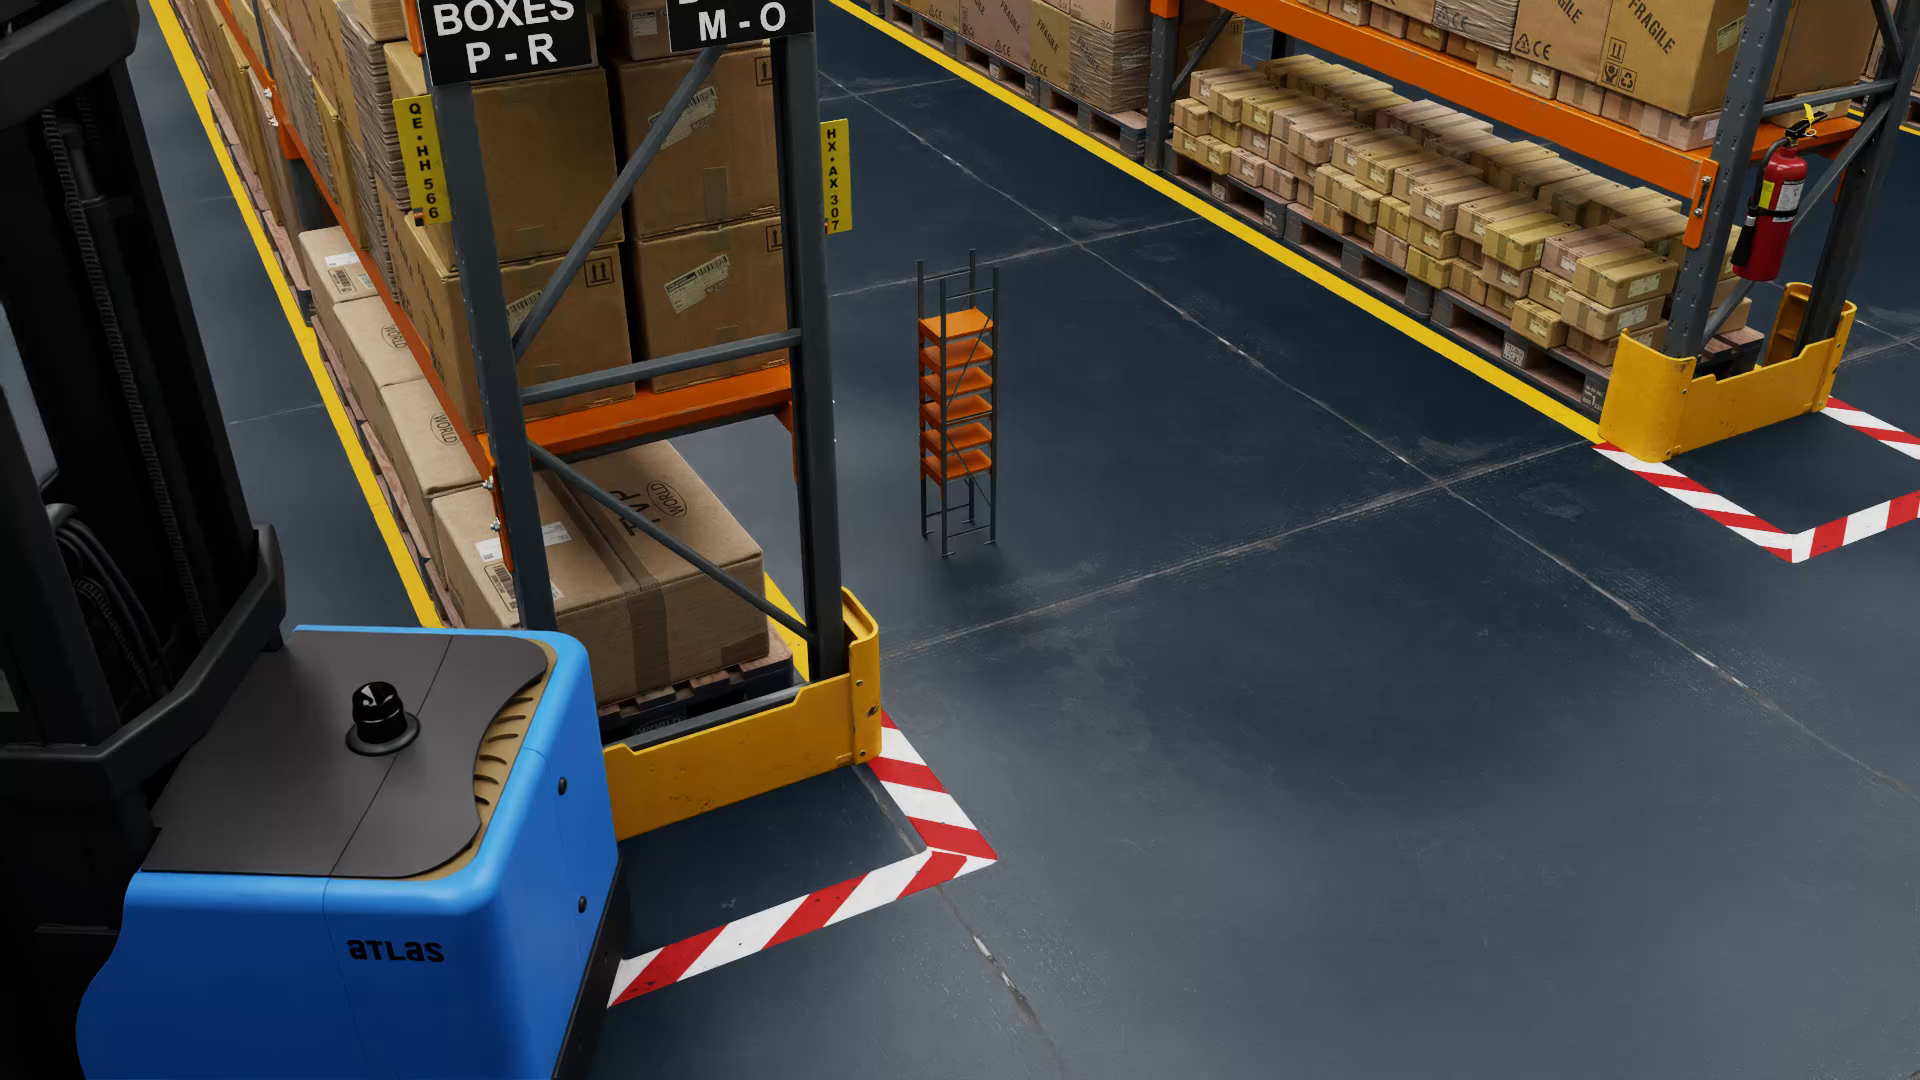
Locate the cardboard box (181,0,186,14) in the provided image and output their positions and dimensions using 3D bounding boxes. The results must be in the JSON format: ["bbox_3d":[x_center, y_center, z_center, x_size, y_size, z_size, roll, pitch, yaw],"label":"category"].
[{"bbox_3d":[-5.534,-4.360,12.821,0.950,0.372,0.625,-15,35,-22],"label":"cardboard box"}]

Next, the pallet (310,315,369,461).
[{"bbox_3d":[-2.429,-0.838,7.863,1.003,0.211,1.213,-16,36,-23],"label":"pallet"}]

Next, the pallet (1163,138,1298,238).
[{"bbox_3d":[1.962,-2.202,9.992,1.003,0.211,1.213,-16,36,-23],"label":"pallet"}]

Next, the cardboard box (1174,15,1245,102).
[{"bbox_3d":[1.507,-3.232,10.942,0.500,0.500,0.500,-14,35,-21],"label":"cardboard box"}]

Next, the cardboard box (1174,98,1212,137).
[{"bbox_3d":[1.503,-2.536,9.906,0.380,0.149,0.250,-14,35,-21],"label":"cardboard box"}]

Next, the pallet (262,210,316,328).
[{"bbox_3d":[-3.141,-1.570,9.005,1.003,0.211,1.213,-16,36,-23],"label":"pallet"}]

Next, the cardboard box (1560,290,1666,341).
[{"bbox_3d":[2.984,-1.061,7.603,0.380,0.149,0.250,-17,36,-24],"label":"cardboard box"}]

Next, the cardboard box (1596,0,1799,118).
[{"bbox_3d":[3.045,-2.096,6.873,0.500,0.500,0.500,-15,36,-22],"label":"cardboard box"}]

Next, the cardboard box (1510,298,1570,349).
[{"bbox_3d":[2.843,-1.052,7.864,0.380,0.149,0.250,-15,35,-22],"label":"cardboard box"}]

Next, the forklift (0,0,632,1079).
[{"bbox_3d":[-2.494,0.133,3.825,3.031,2.935,1.130,1,33,2],"label":"forklift"}]

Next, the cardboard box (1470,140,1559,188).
[{"bbox_3d":[2.908,-1.965,8.738,0.380,0.149,0.250,-15,36,-22],"label":"cardboard box"}]

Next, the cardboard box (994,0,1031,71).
[{"bbox_3d":[0.575,-3.593,11.506,0.500,0.500,0.500,-17,36,-24],"label":"cardboard box"}]

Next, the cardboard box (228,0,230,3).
[{"bbox_3d":[-3.602,-2.971,8.746,0.500,0.250,0.500,-17,36,-24],"label":"cardboard box"}]

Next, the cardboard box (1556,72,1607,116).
[{"bbox_3d":[2.867,-2.002,7.327,0.380,0.149,0.250,-16,36,-24],"label":"cardboard box"}]

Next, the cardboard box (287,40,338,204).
[{"bbox_3d":[-2.270,-1.667,6.479,0.500,0.500,0.500,-16,36,-23],"label":"cardboard box"}]

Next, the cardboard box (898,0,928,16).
[{"bbox_3d":[-0.143,-4.320,12.640,0.500,0.500,0.500,-17,37,-25],"label":"cardboard box"}]

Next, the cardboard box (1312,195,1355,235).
[{"bbox_3d":[2.144,-1.801,9.034,0.380,0.149,0.250,-17,36,-24],"label":"cardboard box"}]

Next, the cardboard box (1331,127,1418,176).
[{"bbox_3d":[2.220,-2.074,8.908,0.380,0.149,0.250,-17,37,-25],"label":"cardboard box"}]

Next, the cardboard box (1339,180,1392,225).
[{"bbox_3d":[2.231,-1.804,8.763,0.380,0.149,0.250,-15,36,-23],"label":"cardboard box"}]

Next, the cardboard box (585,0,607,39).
[{"bbox_3d":[-0.955,-1.568,4.797,0.380,0.149,0.250,-15,36,-22],"label":"cardboard box"}]

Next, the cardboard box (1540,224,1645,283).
[{"bbox_3d":[2.945,-1.329,7.746,0.380,0.149,0.250,-15,36,-22],"label":"cardboard box"}]

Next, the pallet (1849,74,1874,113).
[{"bbox_3d":[6.338,-3.331,11.753,1.003,0.211,1.213,-16,36,-23],"label":"pallet"}]

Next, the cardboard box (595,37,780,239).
[{"bbox_3d":[-0.821,-1.250,4.901,0.500,0.500,0.500,-17,36,-24],"label":"cardboard box"}]

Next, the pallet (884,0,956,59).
[{"bbox_3d":[0.115,-4.050,12.875,1.003,0.211,1.213,-16,36,-23],"label":"pallet"}]

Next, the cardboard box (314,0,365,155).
[{"bbox_3d":[-1.782,-1.598,5.444,0.500,0.500,0.500,-16,36,-23],"label":"cardboard box"}]

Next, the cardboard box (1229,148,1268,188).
[{"bbox_3d":[1.789,-2.177,9.621,0.380,0.149,0.250,-16,36,-23],"label":"cardboard box"}]

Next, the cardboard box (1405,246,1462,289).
[{"bbox_3d":[2.495,-1.420,8.439,0.380,0.149,0.250,-18,37,-25],"label":"cardboard box"}]

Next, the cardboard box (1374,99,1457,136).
[{"bbox_3d":[2.550,-2.332,9.312,0.380,0.149,0.250,-18,37,-25],"label":"cardboard box"}]

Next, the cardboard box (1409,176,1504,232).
[{"bbox_3d":[2.473,-1.675,8.285,0.380,0.149,0.250,-15,35,-21],"label":"cardboard box"}]

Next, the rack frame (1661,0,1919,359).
[{"bbox_3d":[3.482,-1.779,6.747,1.000,3.000,0.127,-16,36,-23],"label":"rack frame"}]

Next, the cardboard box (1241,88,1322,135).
[{"bbox_3d":[1.832,-2.444,9.486,0.380,0.149,0.250,-16,36,-24],"label":"cardboard box"}]

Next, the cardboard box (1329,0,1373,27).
[{"bbox_3d":[2.117,-2.749,8.493,0.380,0.149,0.250,-14,35,-21],"label":"cardboard box"}]

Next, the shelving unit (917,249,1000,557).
[{"bbox_3d":[-0.007,-0.512,6.437,0.258,1.200,0.189,-16,36,-23],"label":"shelving unit"}]

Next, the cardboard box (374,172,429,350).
[{"bbox_3d":[-1.529,-0.935,5.336,0.500,0.500,0.500,-17,36,-24],"label":"cardboard box"}]

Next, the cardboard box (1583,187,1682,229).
[{"bbox_3d":[3.300,-1.595,8.162,0.380,0.149,0.250,-16,36,-23],"label":"cardboard box"}]

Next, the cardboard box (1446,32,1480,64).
[{"bbox_3d":[2.558,-2.395,7.940,0.380,0.149,0.250,-17,37,-25],"label":"cardboard box"}]

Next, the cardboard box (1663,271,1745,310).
[{"bbox_3d":[3.465,-1.196,7.813,0.380,0.149,0.250,-14,35,-21],"label":"cardboard box"}]

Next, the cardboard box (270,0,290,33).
[{"bbox_3d":[-2.477,-2.327,6.582,0.500,0.500,0.500,-16,36,-24],"label":"cardboard box"}]

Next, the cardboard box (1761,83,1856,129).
[{"bbox_3d":[3.621,-1.910,7.184,0.380,0.149,0.250,-16,36,-23],"label":"cardboard box"}]

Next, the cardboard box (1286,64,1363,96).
[{"bbox_3d":[2.168,-2.699,9.884,0.380,0.149,0.250,-15,36,-23],"label":"cardboard box"}]

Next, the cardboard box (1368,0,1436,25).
[{"bbox_3d":[2.341,-2.823,8.008,0.500,0.500,0.500,-14,35,-21],"label":"cardboard box"}]

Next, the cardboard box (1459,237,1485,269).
[{"bbox_3d":[2.706,-1.463,8.230,0.380,0.149,0.250,-16,36,-24],"label":"cardboard box"}]

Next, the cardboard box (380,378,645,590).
[{"bbox_3d":[-1.680,-0.308,6.437,0.875,0.438,0.875,-15,36,-22],"label":"cardboard box"}]

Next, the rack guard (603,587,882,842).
[{"bbox_3d":[-0.838,0.578,5.384,1.175,0.500,0.348,-16,36,-23],"label":"rack guard"}]

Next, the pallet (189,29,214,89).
[{"bbox_3d":[-4.943,-3.503,12.022,1.003,0.211,1.213,-16,36,-23],"label":"pallet"}]

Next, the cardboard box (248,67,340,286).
[{"bbox_3d":[-3.074,-1.953,8.598,0.875,0.875,0.875,-15,35,-22],"label":"cardboard box"}]

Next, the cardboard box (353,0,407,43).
[{"bbox_3d":[-1.528,-1.560,4.784,0.380,0.149,0.250,-16,36,-24],"label":"cardboard box"}]

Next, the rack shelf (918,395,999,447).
[{"bbox_3d":[-0.007,-0.475,6.461,0.258,0.103,0.180,-16,36,-23],"label":"rack shelf"}]

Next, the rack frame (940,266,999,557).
[{"bbox_3d":[0.036,-0.468,6.369,0.240,1.200,0.006,-16,36,-23],"label":"rack frame"}]

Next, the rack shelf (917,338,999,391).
[{"bbox_3d":[-0.007,-0.677,6.332,0.258,0.103,0.180,-16,36,-23],"label":"rack shelf"}]

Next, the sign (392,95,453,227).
[{"bbox_3d":[-1.336,-0.943,4.149,0.100,0.325,0.005,-16,36,-23],"label":"sign"}]

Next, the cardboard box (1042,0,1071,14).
[{"bbox_3d":[0.819,-3.669,10.929,0.500,0.250,0.500,-14,35,-21],"label":"cardboard box"}]

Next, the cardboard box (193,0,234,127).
[{"bbox_3d":[-4.331,-3.235,10.600,0.875,0.875,0.875,-16,36,-24],"label":"cardboard box"}]

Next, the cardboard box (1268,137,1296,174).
[{"bbox_3d":[1.969,-2.201,9.383,0.380,0.149,0.250,-18,37,-25],"label":"cardboard box"}]

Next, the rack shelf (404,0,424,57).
[{"bbox_3d":[-1.782,-2.401,5.603,1.077,0.370,4.000,-16,36,-23],"label":"rack shelf"}]

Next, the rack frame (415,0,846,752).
[{"bbox_3d":[-0.850,-0.486,4.728,1.000,3.000,0.127,-16,36,-23],"label":"rack frame"}]
